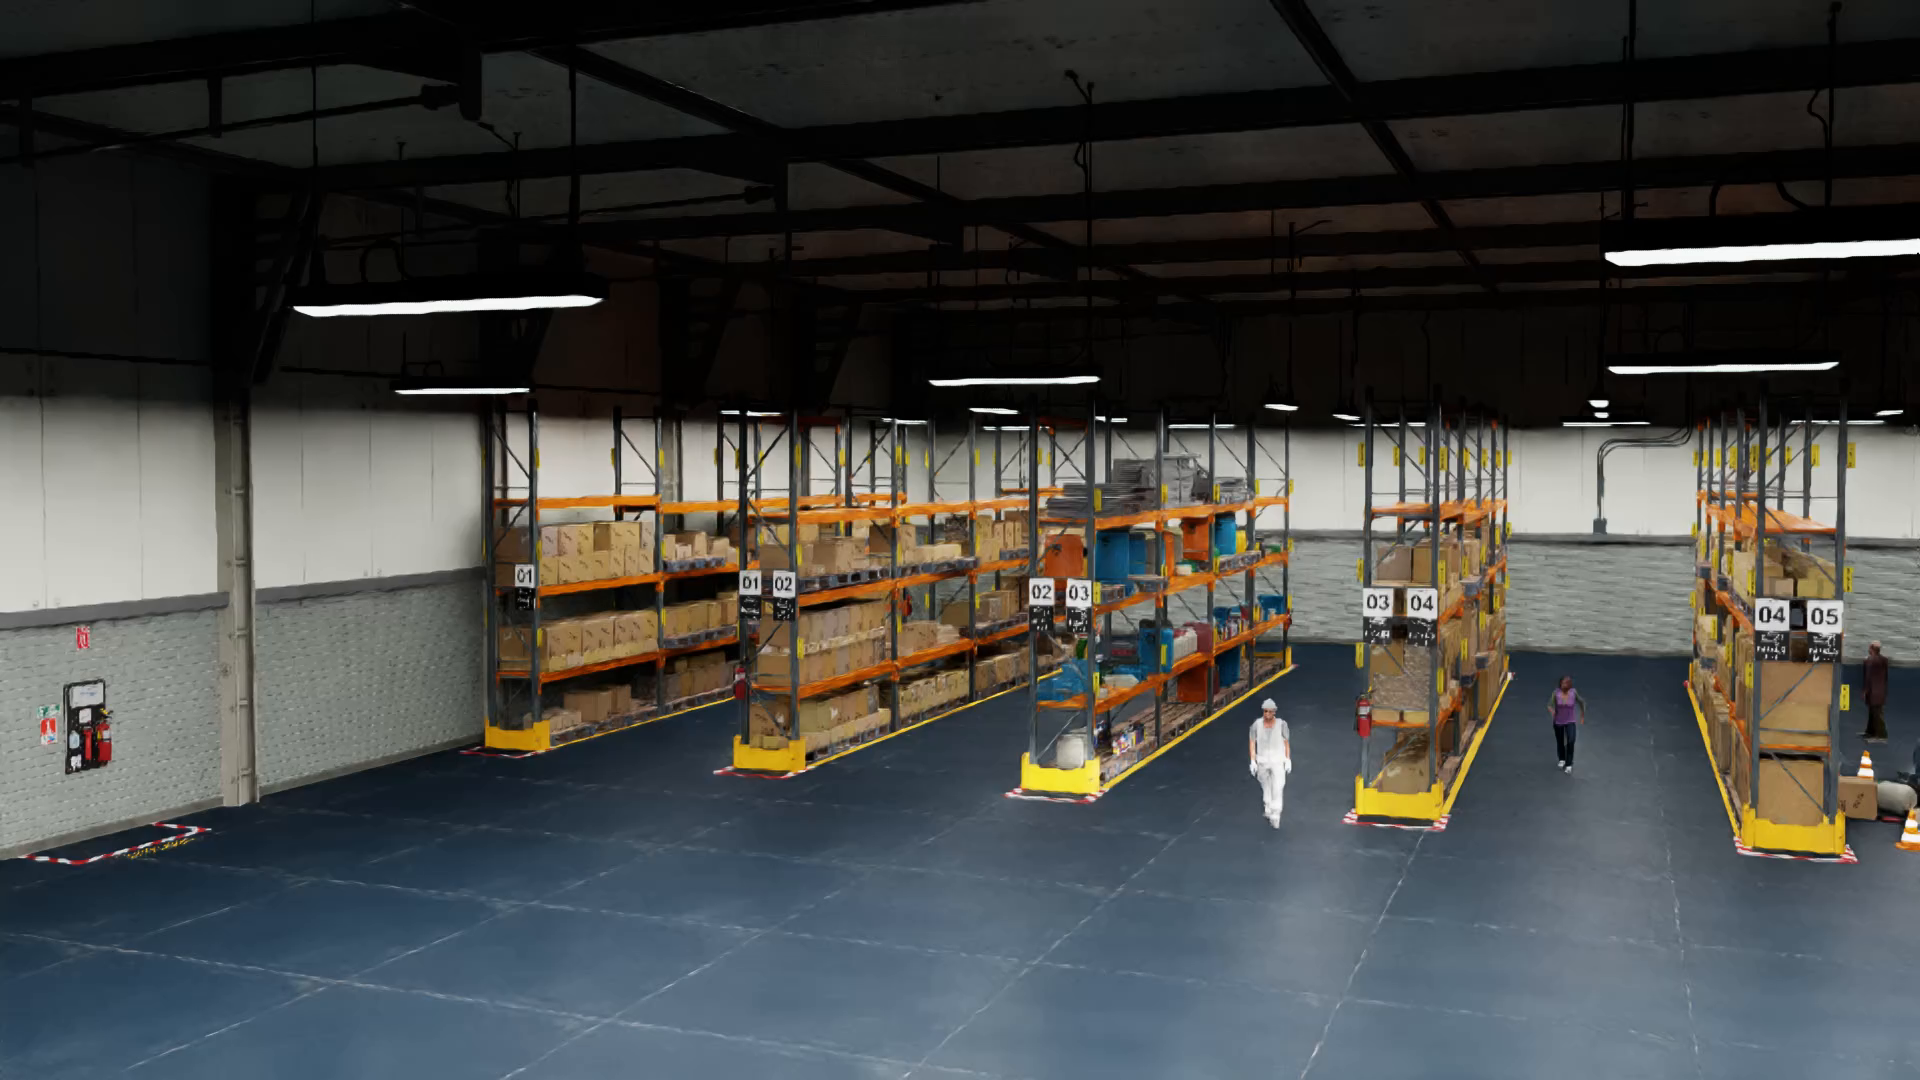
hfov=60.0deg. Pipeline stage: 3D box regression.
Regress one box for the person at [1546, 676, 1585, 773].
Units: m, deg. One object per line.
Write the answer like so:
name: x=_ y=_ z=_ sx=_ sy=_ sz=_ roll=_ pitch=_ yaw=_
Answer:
person: x=9.694 y=2.929 z=26.634 sx=0.562 sy=1.514 sz=0.815 roll=1 pitch=3 yaw=27

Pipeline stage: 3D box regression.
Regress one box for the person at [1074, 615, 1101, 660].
person: x=2.907 y=2.257 z=38.176 sx=0.677 sy=1.741 sz=0.552 roll=1 pitch=3 yaw=18

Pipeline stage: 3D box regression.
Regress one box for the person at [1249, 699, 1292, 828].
person: x=4.213 y=3.008 z=22.658 sx=0.557 sy=1.705 sz=1.116 roll=1 pitch=3 yaw=19

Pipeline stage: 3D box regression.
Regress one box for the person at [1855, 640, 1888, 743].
person: x=16.078 y=2.650 z=29.302 sx=0.678 sy=1.773 sz=0.630 roll=-2 pitch=4 yaw=-39
